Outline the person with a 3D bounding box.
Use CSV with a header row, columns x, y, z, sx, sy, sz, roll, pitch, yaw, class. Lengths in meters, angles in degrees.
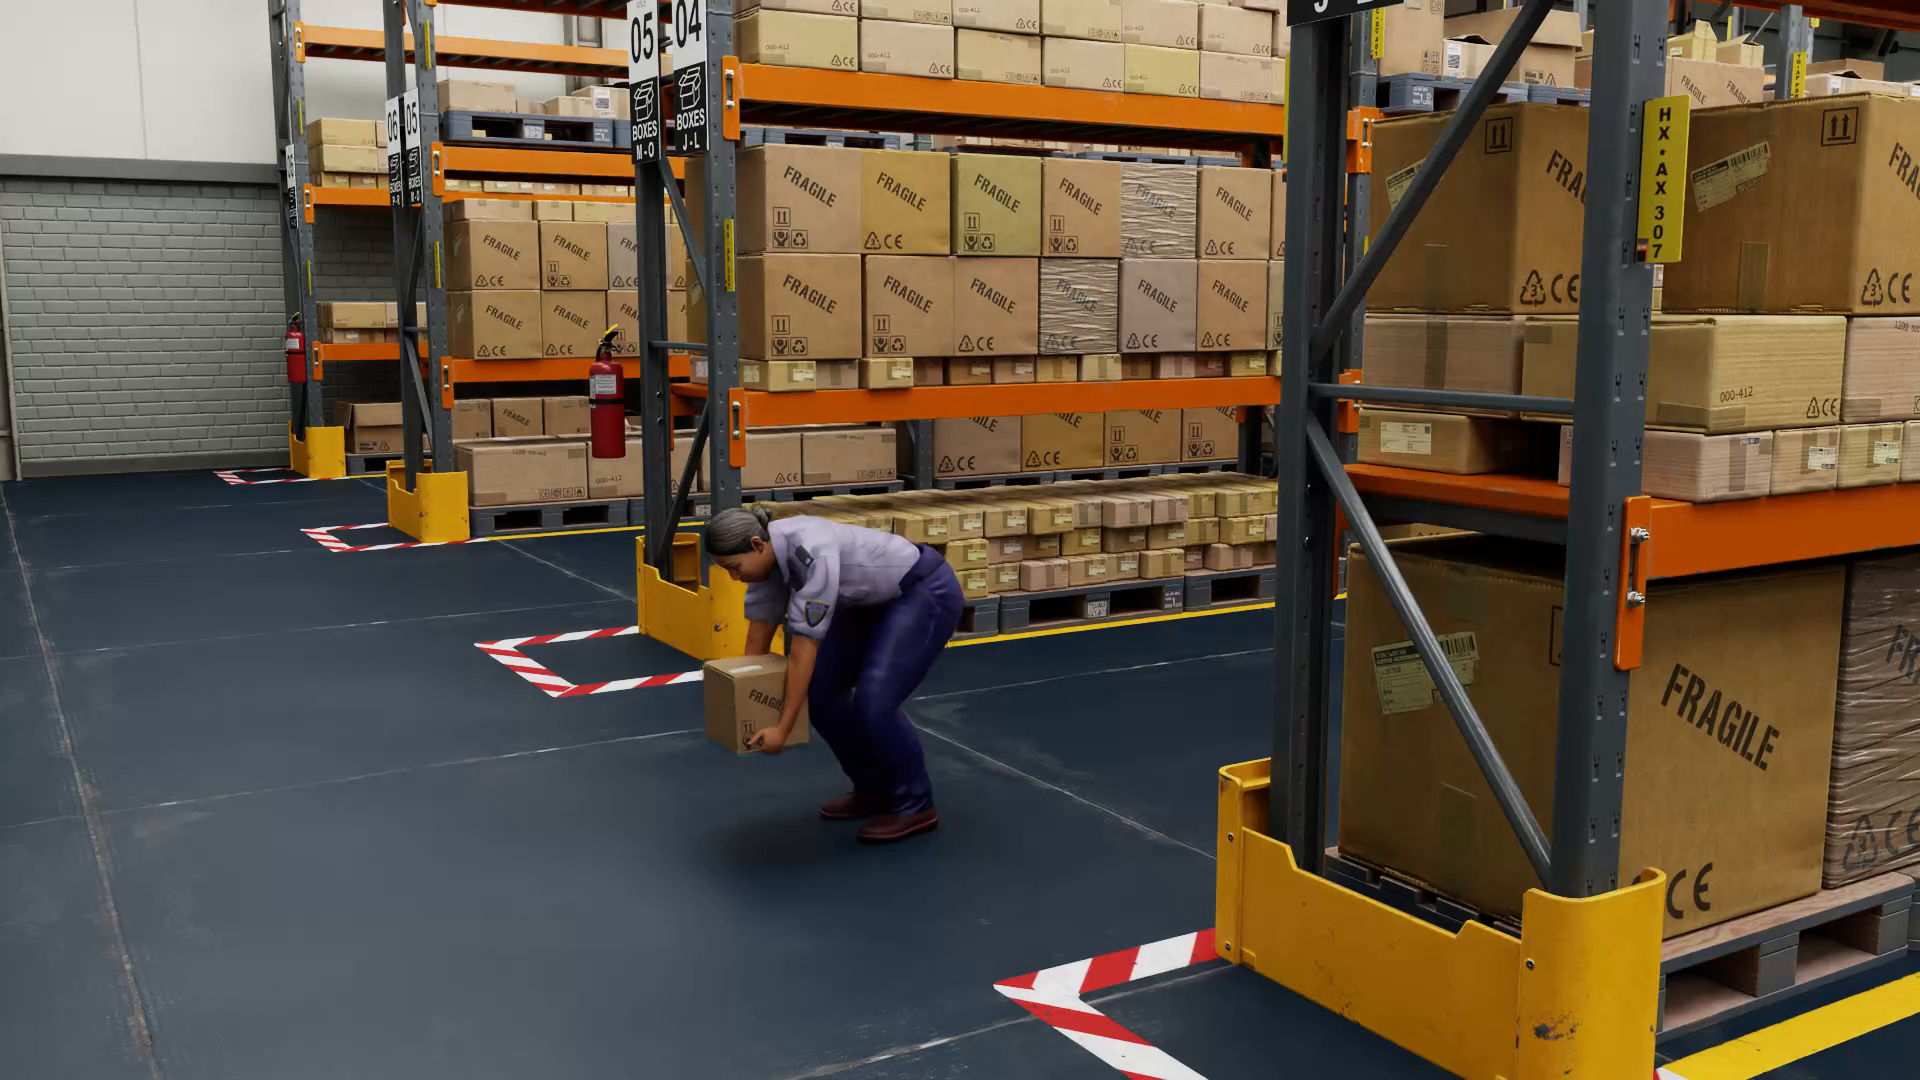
x,y,z,sx,sy,sz,roll,pitch,yaw,class
-0.413,0.417,5.411,0.882,1.105,0.499,-5,10,-33,person
